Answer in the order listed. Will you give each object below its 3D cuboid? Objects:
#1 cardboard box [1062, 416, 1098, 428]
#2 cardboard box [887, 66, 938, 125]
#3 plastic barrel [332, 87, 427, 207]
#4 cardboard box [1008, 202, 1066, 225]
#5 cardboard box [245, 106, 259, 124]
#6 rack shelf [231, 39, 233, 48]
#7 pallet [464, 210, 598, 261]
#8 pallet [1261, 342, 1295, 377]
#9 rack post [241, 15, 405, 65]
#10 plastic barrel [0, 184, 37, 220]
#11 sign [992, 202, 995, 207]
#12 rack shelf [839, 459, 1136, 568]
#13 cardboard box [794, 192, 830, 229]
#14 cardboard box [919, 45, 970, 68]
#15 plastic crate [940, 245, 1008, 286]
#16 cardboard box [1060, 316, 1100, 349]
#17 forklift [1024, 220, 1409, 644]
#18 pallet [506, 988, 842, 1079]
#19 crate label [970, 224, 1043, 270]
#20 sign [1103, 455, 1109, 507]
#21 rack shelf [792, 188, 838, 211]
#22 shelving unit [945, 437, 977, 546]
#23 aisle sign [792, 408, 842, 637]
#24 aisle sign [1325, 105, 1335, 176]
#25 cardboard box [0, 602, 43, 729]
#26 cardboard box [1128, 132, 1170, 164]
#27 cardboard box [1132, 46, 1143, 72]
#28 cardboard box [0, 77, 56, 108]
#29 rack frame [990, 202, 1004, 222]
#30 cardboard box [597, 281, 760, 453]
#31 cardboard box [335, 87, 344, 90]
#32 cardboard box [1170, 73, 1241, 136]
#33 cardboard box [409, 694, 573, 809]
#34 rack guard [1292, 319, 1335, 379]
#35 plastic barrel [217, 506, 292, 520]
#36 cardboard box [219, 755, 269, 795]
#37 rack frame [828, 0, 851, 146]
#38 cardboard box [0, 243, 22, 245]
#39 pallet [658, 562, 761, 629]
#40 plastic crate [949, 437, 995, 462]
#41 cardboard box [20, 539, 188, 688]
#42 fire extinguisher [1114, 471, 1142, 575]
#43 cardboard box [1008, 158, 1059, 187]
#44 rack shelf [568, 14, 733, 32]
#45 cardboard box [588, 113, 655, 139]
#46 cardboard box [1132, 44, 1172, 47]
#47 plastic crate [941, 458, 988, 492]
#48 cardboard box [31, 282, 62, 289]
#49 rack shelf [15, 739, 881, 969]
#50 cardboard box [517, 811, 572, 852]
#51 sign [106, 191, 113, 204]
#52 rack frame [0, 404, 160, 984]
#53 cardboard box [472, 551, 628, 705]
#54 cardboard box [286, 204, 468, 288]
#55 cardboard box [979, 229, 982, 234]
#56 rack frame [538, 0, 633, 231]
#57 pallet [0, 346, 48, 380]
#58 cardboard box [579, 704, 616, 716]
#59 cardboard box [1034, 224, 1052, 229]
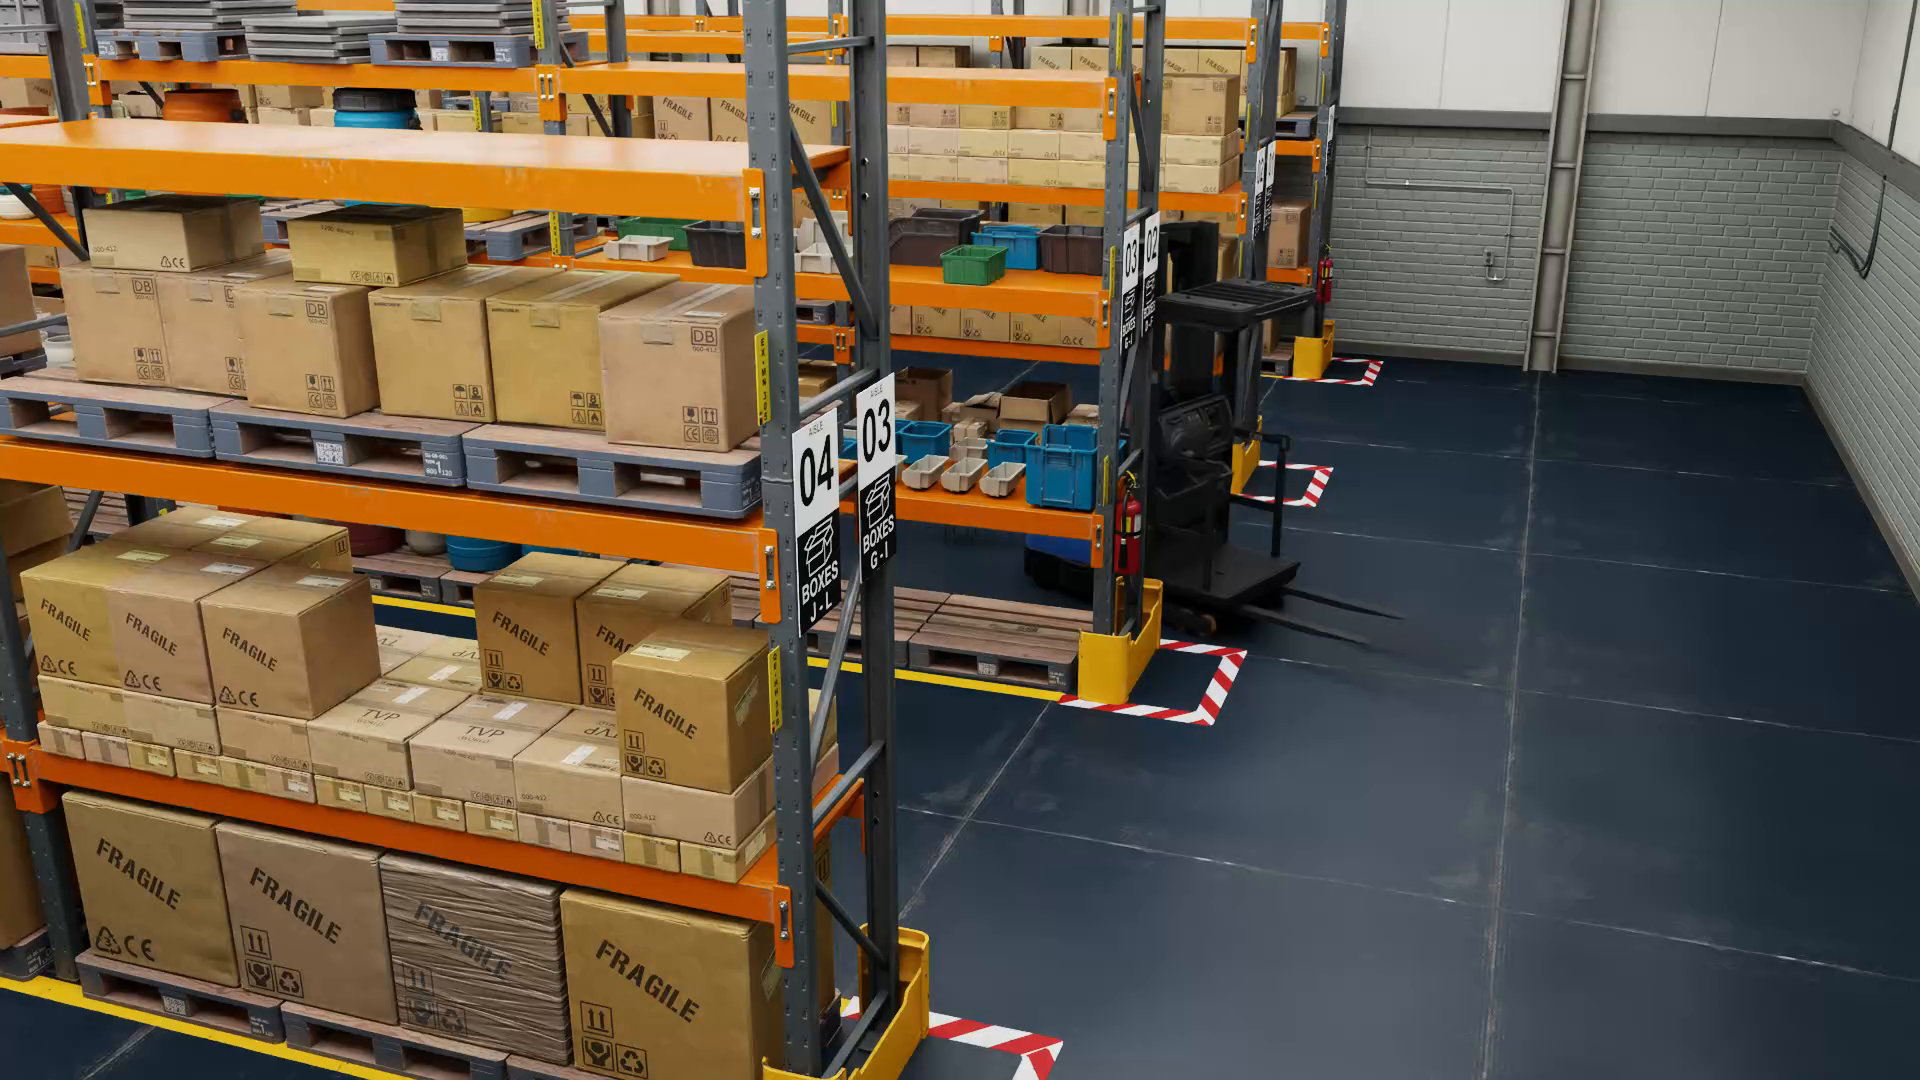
[{"bbox_3d":[1.268,-1.026,16.471,0.500,0.250,0.500,7,20,18],"label":"cardboard box"},{"bbox_3d":[-0.556,-4.350,16.269,0.500,0.500,0.700,7,20,18],"label":"cardboard box"},{"bbox_3d":[-4.320,-2.903,12.391,0.708,0.901,0.600,7,20,18],"label":"plastic barrel"},{"bbox_3d":[1.101,-4.073,21.248,0.700,0.700,0.980,7,20,19],"label":"cardboard box"},{"bbox_3d":[-8.006,-4.793,18.802,0.500,0.250,0.500,9,21,24],"label":"cardboard box"},{"bbox_3d":[-6.696,-5.407,18.117,4.000,0.370,1.077,7,20,18],"label":"rack shelf"},{"bbox_3d":[-3.430,-2.296,12.337,1.003,0.211,1.213,7,20,18],"label":"pallet"},{"bbox_3d":[3.591,-2.308,20.878,1.213,0.211,1.003,7,20,18],"label":"pallet"},{"bbox_3d":[-4.611,-3.691,12.252,0.954,0.300,0.937,9,21,24],"label":"rack post"},{"bbox_3d":[-7.714,-2.763,13.598,0.301,0.262,0.301,0,19,0],"label":"plastic barrel"},{"bbox_3d":[0.425,-4.335,20.816,0.005,0.325,0.100,7,20,18],"label":"sign"},{"bbox_3d":[-0.768,-0.359,12.142,4.000,0.370,1.077,7,20,18],"label":"rack shelf"},{"bbox_3d":[-1.850,-4.379,21.947,0.500,0.500,0.500,6,20,18],"label":"cardboard box"},{"bbox_3d":[-0.194,-6.156,21.164,0.500,0.250,0.500,8,21,22],"label":"cardboard box"},{"bbox_3d":[0.096,-1.817,10.996,0.336,0.188,0.450,7,20,18],"label":"plastic crate"},{"bbox_3d":[1.277,-2.144,16.018,0.500,0.500,0.500,7,20,18],"label":"cardboard box"},{"bbox_3d":[1.961,-0.851,12.565,3.031,2.935,1.130,16,25,38],"label":"forklift"},{"bbox_3d":[-1.285,2.312,7.623,1.213,0.211,1.003,7,20,18],"label":"pallet"},{"bbox_3d":[0.356,-2.029,11.509,0.502,0.251,0.408,7,20,18],"label":"crate label"},{"bbox_3d":[0.956,-0.387,10.881,0.005,0.325,0.100,7,20,18],"label":"sign"},{"bbox_3d":[-2.918,-3.747,17.305,4.000,0.370,1.077,7,20,18],"label":"rack shelf"},{"bbox_3d":[0.008,-0.424,14.426,0.210,0.900,0.258,7,20,18],"label":"shelving unit"},{"bbox_3d":[-0.535,-0.069,6.268,0.004,0.787,0.394,7,20,18],"label":"aisle sign"},{"bbox_3d":[4.342,-4.690,19.523,0.004,0.787,0.394,7,20,18],"label":"aisle sign"},{"bbox_3d":[-4.814,0.612,8.110,0.500,0.500,0.500,7,20,18],"label":"cardboard box"},{"bbox_3d":[1.709,-3.634,15.356,0.500,0.250,0.500,7,20,18],"label":"cardboard box"},{"bbox_3d":[2.131,-5.671,20.029,0.500,0.500,0.500,7,20,18],"label":"cardboard box"},{"bbox_3d":[-10.885,-5.214,19.418,0.500,0.500,0.500,7,20,18],"label":"cardboard box"},{"bbox_3d":[0.594,-3.995,21.480,0.127,3.000,1.000,7,20,18],"label":"rack frame"},{"bbox_3d":[-1.013,-0.691,6.504,0.500,0.500,0.700,5,20,15],"label":"cardboard box"},{"bbox_3d":[-8.531,-6.417,23.688,0.500,0.500,0.500,6,20,16],"label":"cardboard box"},{"bbox_3d":[2.260,-4.009,15.291,0.500,0.500,0.700,7,20,18],"label":"cardboard box"},{"bbox_3d":[-2.009,0.908,7.190,0.500,0.250,0.500,6,20,16],"label":"cardboard box"},{"bbox_3d":[4.395,-2.380,20.645,0.348,0.500,1.175,7,20,18],"label":"rack guard"},{"bbox_3d":[-5.968,-0.473,14.035,0.708,0.830,0.600,7,20,18],"label":"plastic barrel"},{"bbox_3d":[-3.125,0.991,7.557,0.250,0.149,0.380,6,20,17],"label":"cardboard box"},{"bbox_3d":[-1.028,-5.287,16.073,0.127,3.000,1.000,7,20,18],"label":"rack frame"},{"bbox_3d":[-11.429,-3.688,20.448,0.500,0.500,0.700,7,20,19],"label":"cardboard box"},{"bbox_3d":[-1.950,0.469,12.909,1.213,0.211,1.003,7,20,18],"label":"pallet"},{"bbox_3d":[0.079,-0.649,12.191,0.298,0.136,0.250,7,20,18],"label":"plastic crate"},{"bbox_3d":[-3.914,0.333,7.701,0.500,0.500,0.500,7,20,18],"label":"cardboard box"},{"bbox_3d":[1.114,-0.113,11.026,0.183,0.674,0.296,7,20,18],"label":"fire extinguisher"},{"bbox_3d":[0.766,-3.508,15.754,0.500,0.250,0.500,7,20,18],"label":"cardboard box"},{"bbox_3d":[-5.074,-6.948,22.537,4.000,0.370,1.077,7,20,18],"label":"rack shelf"},{"bbox_3d":[-3.411,-4.202,17.366,0.500,0.500,0.910,7,20,18],"label":"cardboard box"},{"bbox_3d":[2.320,-5.832,20.492,0.500,0.500,0.500,6,20,16],"label":"cardboard box"},{"bbox_3d":[0.022,-0.454,11.631,0.243,0.136,0.396,7,20,18],"label":"plastic crate"},{"bbox_3d":[-11.760,-3.039,21.139,0.500,0.500,0.500,7,20,18],"label":"cardboard box"},{"bbox_3d":[-2.394,1.181,7.724,4.000,0.370,1.077,7,20,18],"label":"rack shelf"},{"bbox_3d":[-1.668,1.157,7.080,0.250,0.149,0.380,7,20,19],"label":"cardboard box"},{"bbox_3d":[-6.610,-2.542,12.914,0.005,0.325,0.100,7,20,18],"label":"sign"},{"bbox_3d":[-4.283,0.625,8.226,0.127,3.000,1.000,7,20,18],"label":"rack frame"},{"bbox_3d":[-1.833,0.390,7.538,0.500,0.500,0.500,6,20,17],"label":"cardboard box"},{"bbox_3d":[-2.409,-1.227,6.902,0.500,0.250,0.500,6,20,16],"label":"cardboard box"},{"bbox_3d":[0.297,-2.724,16.163,0.500,0.500,0.500,6,20,16],"label":"cardboard box"},{"bbox_3d":[-2.657,-3.748,11.656,0.127,3.000,1.000,7,20,18],"label":"rack frame"},{"bbox_3d":[-5.165,-0.785,8.003,1.217,0.209,0.805,6,20,16],"label":"pallet"},{"bbox_3d":[-1.362,0.798,7.507,0.500,0.250,0.500,6,20,17],"label":"cardboard box"},{"bbox_3d":[0.970,-2.836,16.484,0.500,0.500,0.500,6,20,18],"label":"cardboard box"}]
